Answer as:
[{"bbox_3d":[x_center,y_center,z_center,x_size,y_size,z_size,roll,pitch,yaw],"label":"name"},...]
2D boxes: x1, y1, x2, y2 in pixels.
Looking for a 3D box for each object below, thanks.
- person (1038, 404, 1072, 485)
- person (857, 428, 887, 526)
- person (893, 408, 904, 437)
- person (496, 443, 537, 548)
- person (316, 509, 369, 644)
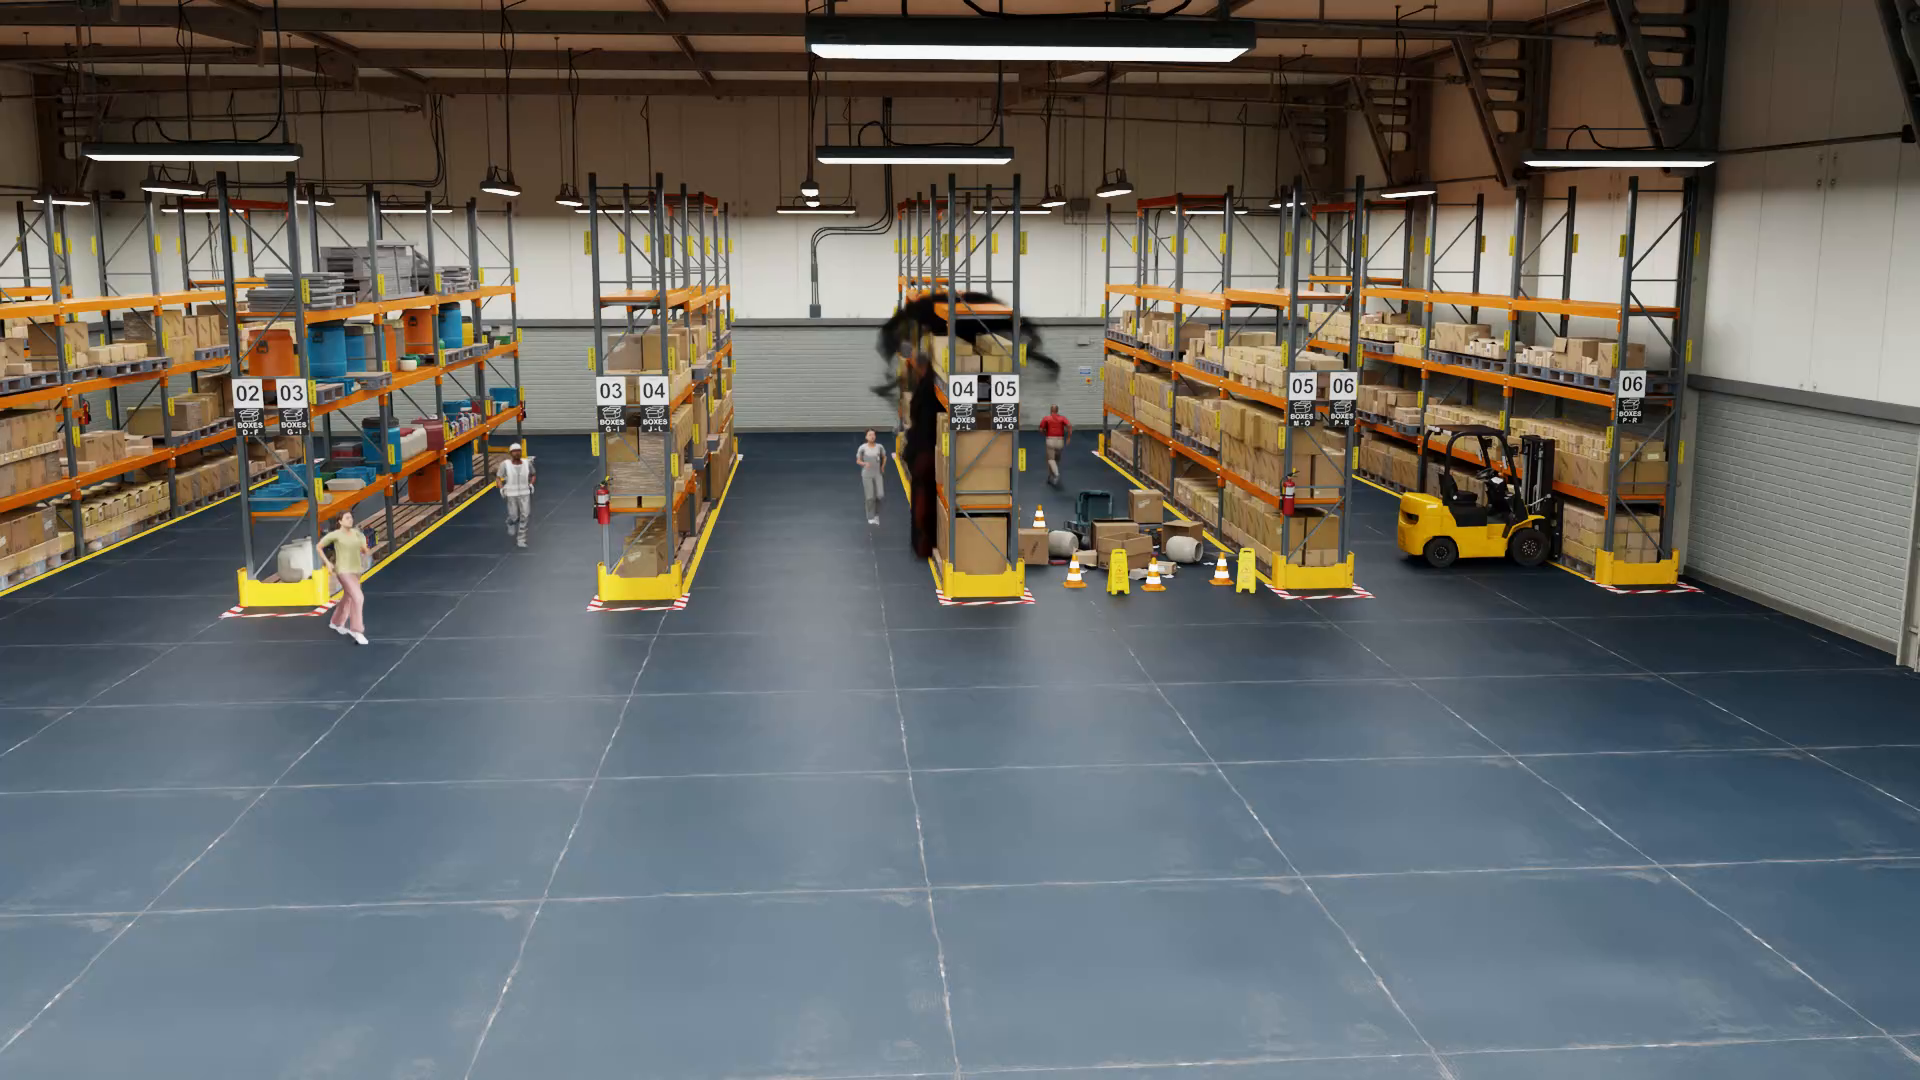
[{"bbox_3d":[1.985,-1.971,34.950,0.686,1.738,1.030,-2,10,-9],"label":"person"},{"bbox_3d":[-1.481,-1.062,28.413,0.553,1.679,0.564,-2,10,-13],"label":"person"},{"bbox_3d":[-1.289,-2.990,41.088,0.740,1.663,0.735,0,10,0],"label":"person"},{"bbox_3d":[-7.466,-0.766,28.067,0.687,1.743,0.683,-5,11,-25],"label":"person"},{"bbox_3d":[-7.851,0.458,21.289,0.750,1.728,0.549,4,11,22],"label":"person"}]
